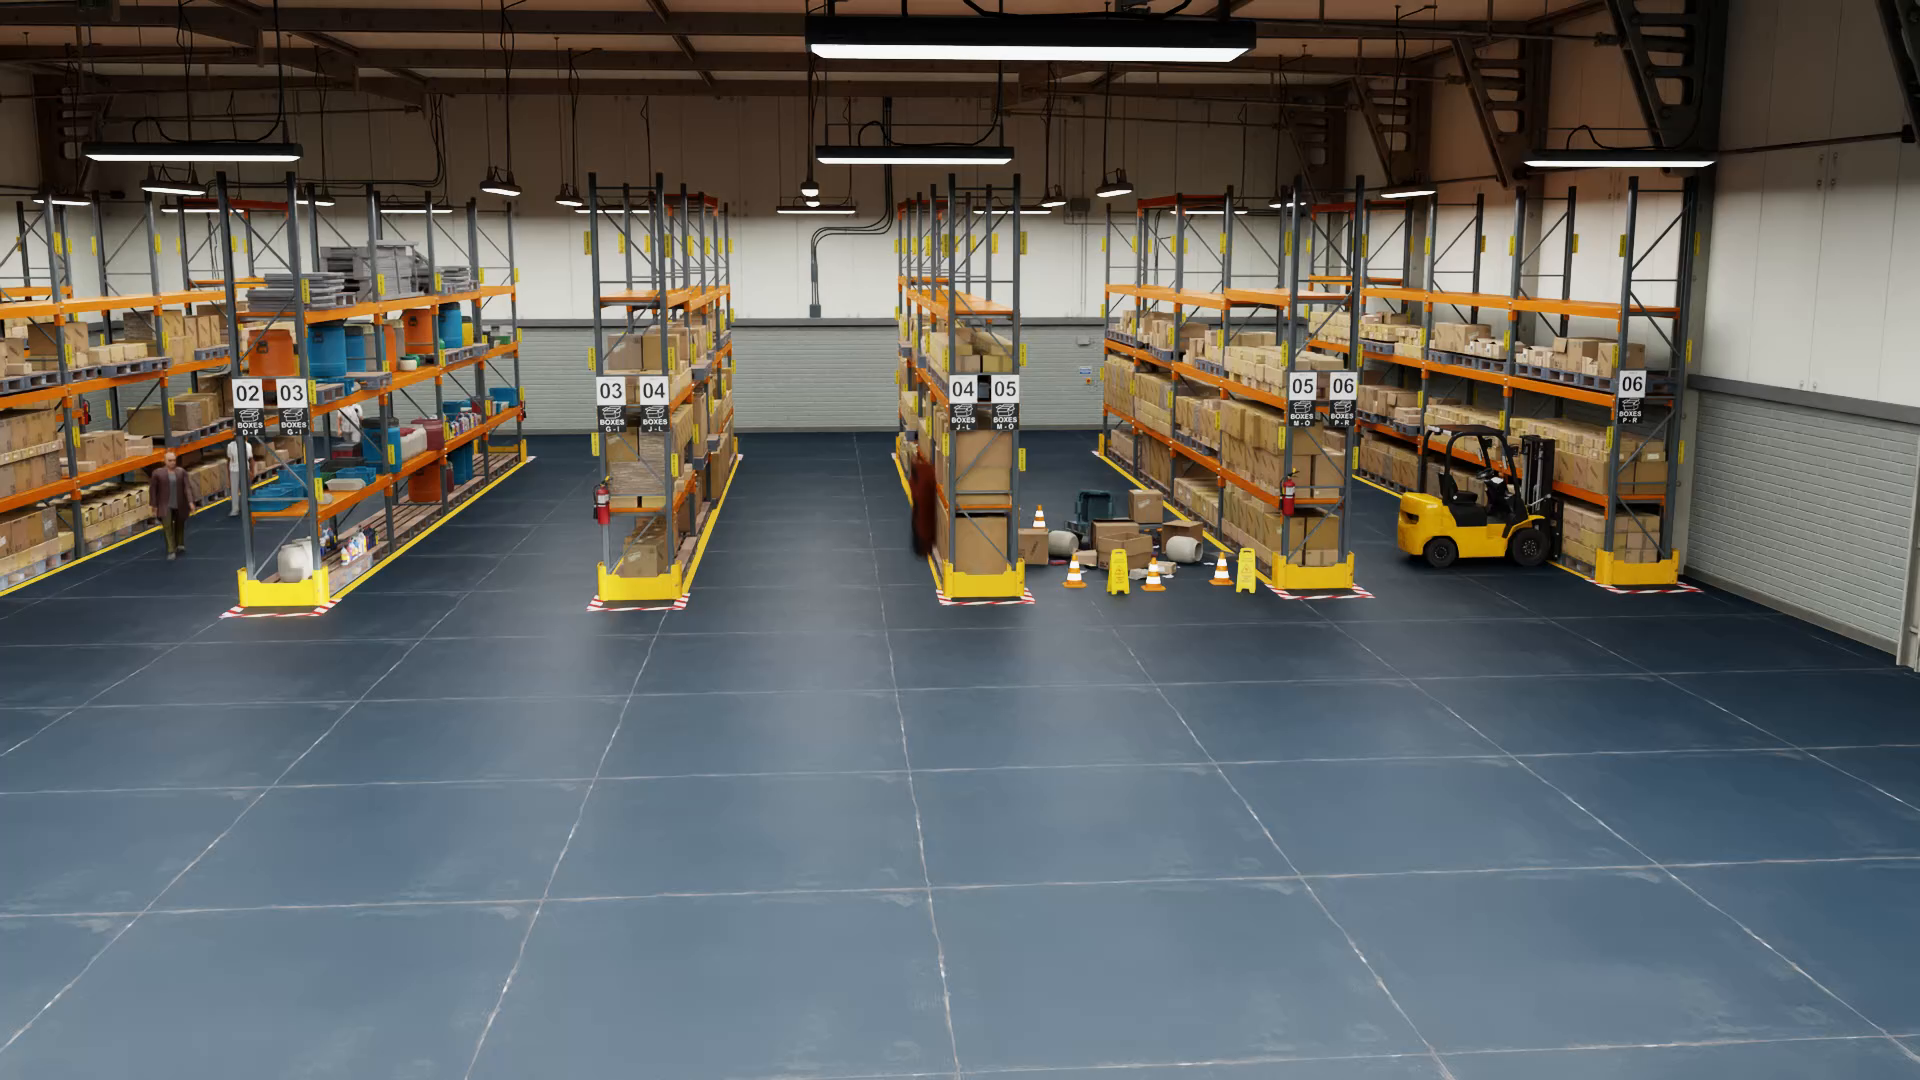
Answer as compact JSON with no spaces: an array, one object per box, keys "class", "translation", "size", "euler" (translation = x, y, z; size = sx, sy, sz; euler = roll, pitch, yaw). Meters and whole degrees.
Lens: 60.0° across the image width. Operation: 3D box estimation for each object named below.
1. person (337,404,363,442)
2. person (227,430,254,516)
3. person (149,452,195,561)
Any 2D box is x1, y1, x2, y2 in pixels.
[{"class":"person","translation":[-13.953,-2.529,38.038],"size":[0.533,1.704,1.099],"euler":[-1,10,-8]},{"class":"person","translation":[-13.533,-1.294,31.256],"size":[0.505,1.602,1.044],"euler":[-3,10,-15]},{"class":"person","translation":[-12.720,-0.568,26.838],"size":[0.653,1.710,1.198],"euler":[-6,11,-29]}]
